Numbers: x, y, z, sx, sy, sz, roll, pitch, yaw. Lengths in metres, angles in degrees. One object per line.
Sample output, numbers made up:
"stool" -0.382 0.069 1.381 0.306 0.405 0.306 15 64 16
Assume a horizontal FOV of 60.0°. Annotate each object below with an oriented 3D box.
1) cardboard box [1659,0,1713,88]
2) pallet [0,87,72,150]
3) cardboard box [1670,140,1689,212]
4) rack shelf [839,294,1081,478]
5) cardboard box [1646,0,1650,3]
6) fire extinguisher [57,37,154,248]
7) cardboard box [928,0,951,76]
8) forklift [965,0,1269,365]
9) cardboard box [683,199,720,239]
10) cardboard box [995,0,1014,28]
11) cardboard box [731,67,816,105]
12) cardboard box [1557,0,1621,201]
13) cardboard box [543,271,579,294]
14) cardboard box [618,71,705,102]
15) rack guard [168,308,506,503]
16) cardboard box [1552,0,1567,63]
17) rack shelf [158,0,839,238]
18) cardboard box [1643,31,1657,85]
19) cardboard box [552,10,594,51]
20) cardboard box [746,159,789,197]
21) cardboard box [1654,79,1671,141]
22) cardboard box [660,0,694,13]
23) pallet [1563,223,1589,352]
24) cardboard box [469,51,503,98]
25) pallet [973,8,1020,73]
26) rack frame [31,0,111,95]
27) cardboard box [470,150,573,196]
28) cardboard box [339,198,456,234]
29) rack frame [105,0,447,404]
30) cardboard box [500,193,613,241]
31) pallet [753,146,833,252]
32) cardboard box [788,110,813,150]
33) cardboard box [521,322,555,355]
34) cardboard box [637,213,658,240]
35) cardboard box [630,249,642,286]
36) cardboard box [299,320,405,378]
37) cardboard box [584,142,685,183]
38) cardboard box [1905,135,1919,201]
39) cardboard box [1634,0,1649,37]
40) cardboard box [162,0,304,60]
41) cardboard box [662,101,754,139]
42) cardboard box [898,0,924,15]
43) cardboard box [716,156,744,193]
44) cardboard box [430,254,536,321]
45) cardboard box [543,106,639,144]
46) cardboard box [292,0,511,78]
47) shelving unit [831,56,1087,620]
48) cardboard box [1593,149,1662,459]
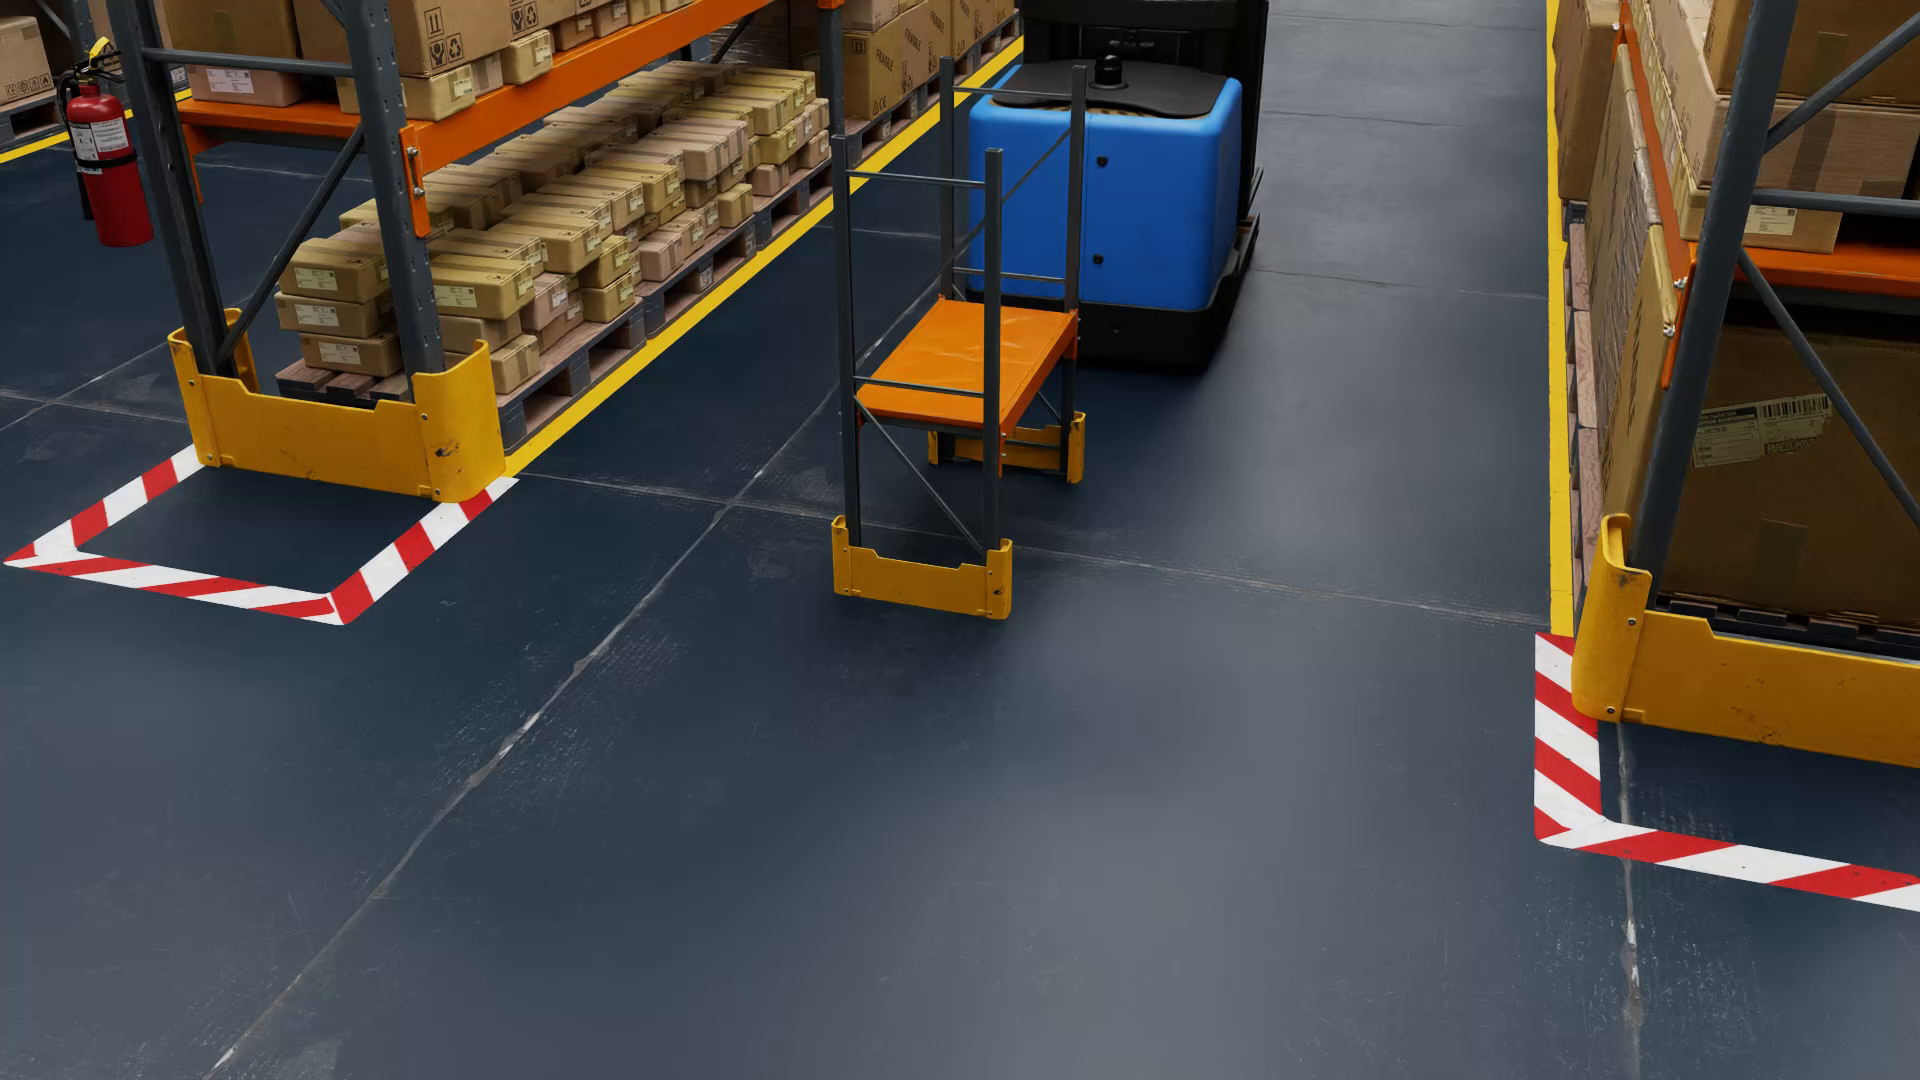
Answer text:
"cardboard box" 2.584 -1.607 5.402 0.500 0.250 0.500 7 30 13
"pallet" -6.200 -2.520 10.062 1.003 0.211 1.213 8 30 15
"cardboard box" 2.262 -1.031 4.777 0.380 0.149 0.250 9 30 15
"rack shelf" 0.025 -0.538 5.544 0.538 0.185 1.000 8 30 15
"cardboard box" 3.032 -2.320 6.682 0.500 0.250 0.500 8 30 15
"fire extinguisher" -2.830 -1.314 5.490 0.296 0.674 0.183 8 30 15
"cardboard box" -0.376 -3.309 10.753 0.500 0.500 0.500 9 30 16
"forklift" 0.893 -2.708 7.602 1.130 2.935 3.031 7 30 13
"cardboard box" -1.374 -1.535 7.925 0.380 0.149 0.250 9 30 16
"cardboard box" 0.090 -4.028 12.045 0.500 0.500 0.500 8 30 15
"cardboard box" -0.996 -2.416 8.897 0.380 0.149 0.250 9 30 16
"cardboard box" 3.740 -2.222 8.412 1.225 0.875 0.875 9 30 15
"cardboard box" -1.794 -1.082 6.805 0.380 0.149 0.250 9 30 16
"cardboard box" -1.577 -2.369 8.811 0.380 0.149 0.250 10 31 17
"rack guard" -2.292 -0.505 6.144 1.175 0.500 0.348 8 30 15
"cardboard box" 4.523 -3.463 10.643 1.225 0.875 0.875 7 30 13
"rack shelf" -1.728 -2.177 7.318 1.077 0.370 4.000 8 30 15
"cardboard box" 2.710 -1.742 6.054 0.380 0.149 0.250 8 30 13
"cardboard box" -1.693 -2.060 6.627 0.380 0.149 0.250 8 30 14
"cardboard box" -1.102 -1.887 8.557 0.380 0.149 0.250 7 30 13
"cardboard box" 2.485 -1.385 5.413 0.380 0.149 0.250 8 30 14
"cardboard box" -1.391 -2.408 7.252 0.380 0.149 0.250 9 30 16
"pallet" 3.273 -1.106 7.520 1.003 0.211 1.213 8 30 15
"cardboard box" -1.871 -1.680 5.944 0.380 0.149 0.250 10 30 17
"pallet" -0.197 -3.699 12.181 1.003 0.211 1.213 8 30 15
"rack frame" -5.902 -4.081 10.000 1.000 3.000 0.127 8 30 15
"cardboard box" -1.973 -1.640 7.501 0.380 0.149 0.250 7 30 13
"cardboard box" -2.318 -1.289 6.871 0.380 0.149 0.250 8 30 14
"rack frame" -2.315 -1.562 5.473 1.000 3.000 0.127 8 30 15
"cardboard box" -1.680 -1.326 6.937 0.380 0.149 0.250 7 30 12
"pallet" -1.304 -1.885 8.922 1.003 0.211 1.213 8 30 15
"cardboard box" -0.997 -2.170 8.759 0.380 0.149 0.250 7 30 12
"cardboard box" -1.856 -0.831 6.659 0.380 0.149 0.250 8 30 15
"cardboard box" -1.588 -1.455 7.474 0.380 0.149 0.250 10 31 17
"cardboard box" -1.626 -1.183 7.291 0.380 0.149 0.250 9 30 15
"cardboard box" -2.359 -0.774 6.557 0.380 0.149 0.250 9 30 16
"cardboard box" -1.486 -1.700 7.609 0.380 0.149 0.250 9 30 15
"cardboard box" 2.796 -1.057 4.412 0.500 0.250 0.500 8 30 14
"cardboard box" 2.937 -2.100 6.697 0.380 0.149 0.250 8 30 13
"cardboard box" -2.429 -1.982 5.818 0.500 0.500 0.500 9 30 16
"cardboard box" -1.250 -2.066 8.267 0.380 0.149 0.250 9 30 17
"cardboard box" -0.517 -3.394 10.133 0.500 0.250 0.500 9 30 16
"cardboard box" -1.282 -1.819 8.128 0.380 0.149 0.250 9 30 16
"cardboard box" -1.836 -0.955 6.270 0.380 0.149 0.250 7 30 13
"cardboard box" -1.812 -2.013 8.172 0.380 0.149 0.250 9 30 16
"cardboard box" -1.919 -1.905 5.680 0.500 0.500 0.500 10 31 17
"shelving unit" 0.022 -0.691 5.449 0.587 1.500 1.083 8 30 15
"cardboard box" 2.776 -0.794 5.846 0.875 0.875 0.875 8 30 15
